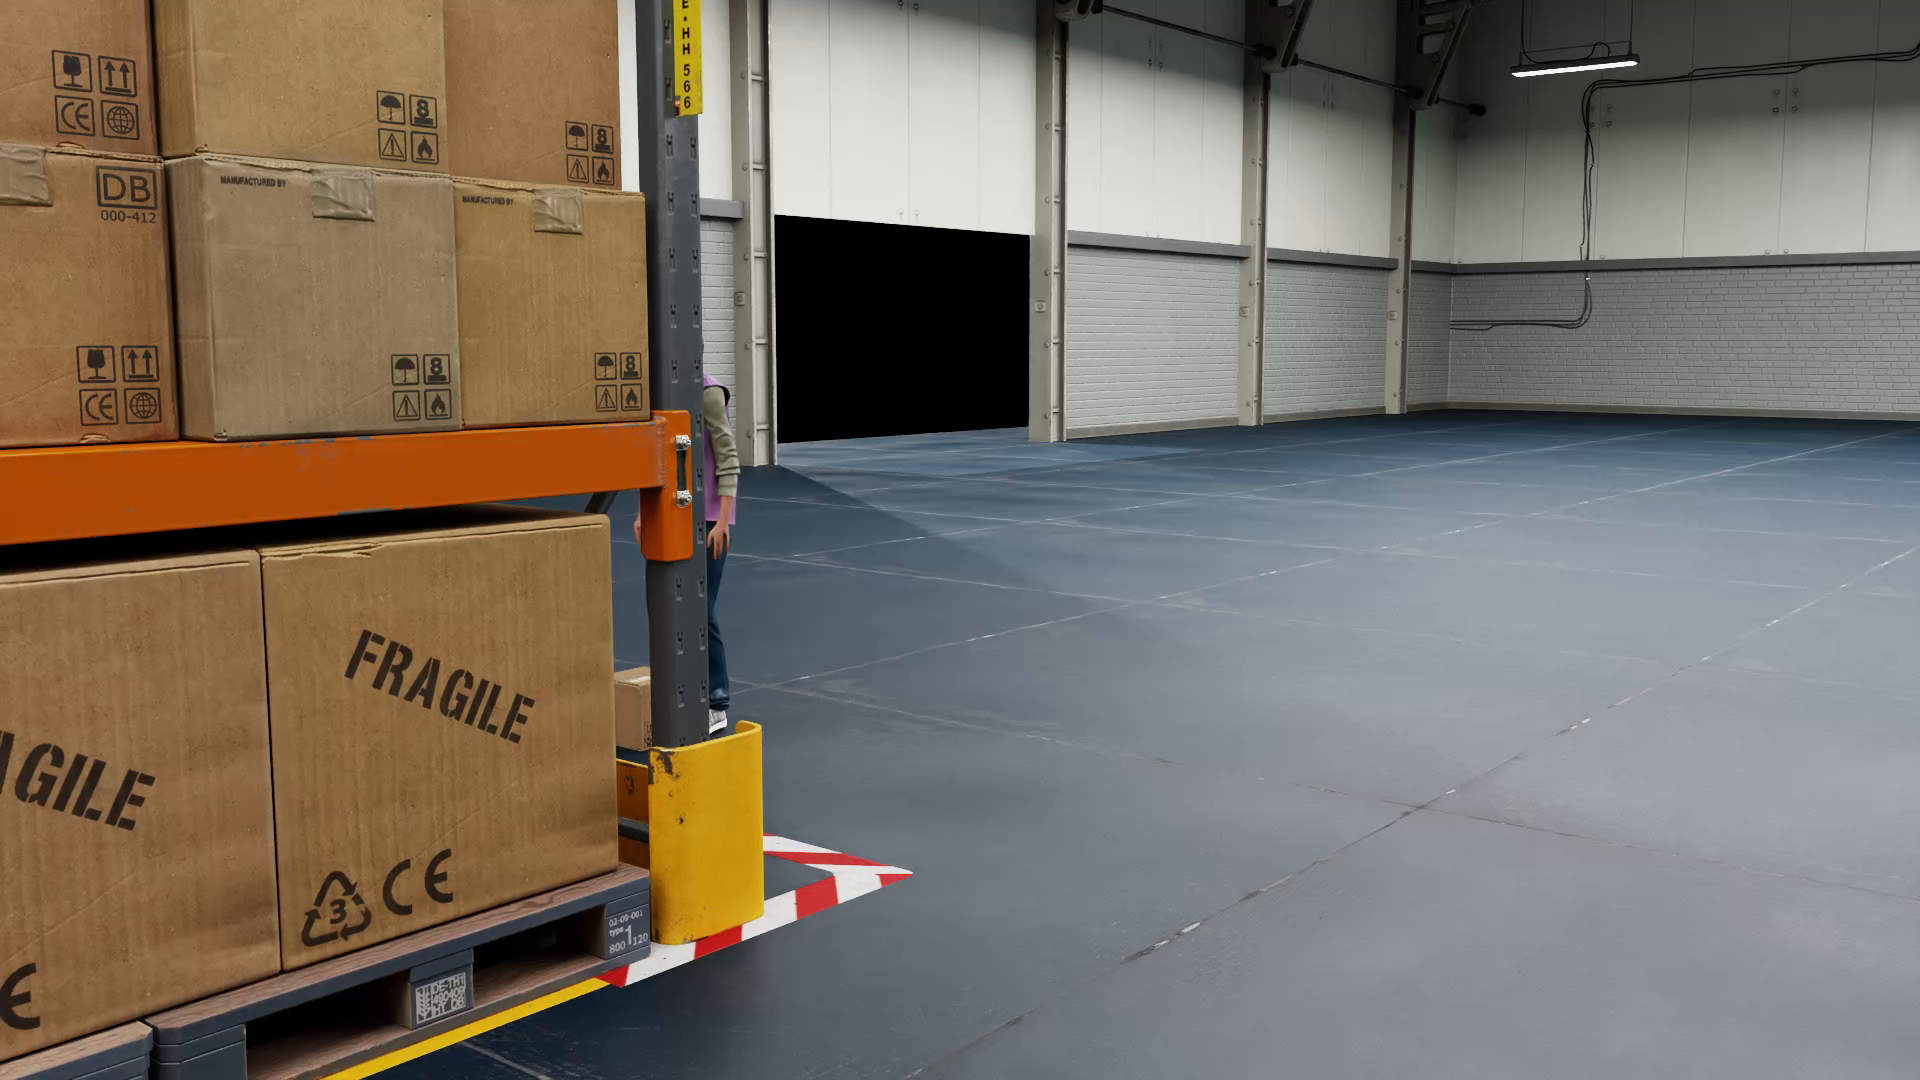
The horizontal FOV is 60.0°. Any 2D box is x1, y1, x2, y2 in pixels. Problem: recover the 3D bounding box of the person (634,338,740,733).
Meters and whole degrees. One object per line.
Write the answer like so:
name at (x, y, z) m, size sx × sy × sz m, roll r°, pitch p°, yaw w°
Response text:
person at (-1.046, -0.058, 6.347) m, size 0.485 × 1.593 × 0.343 m, roll 5°, pitch 8°, yaw 35°
